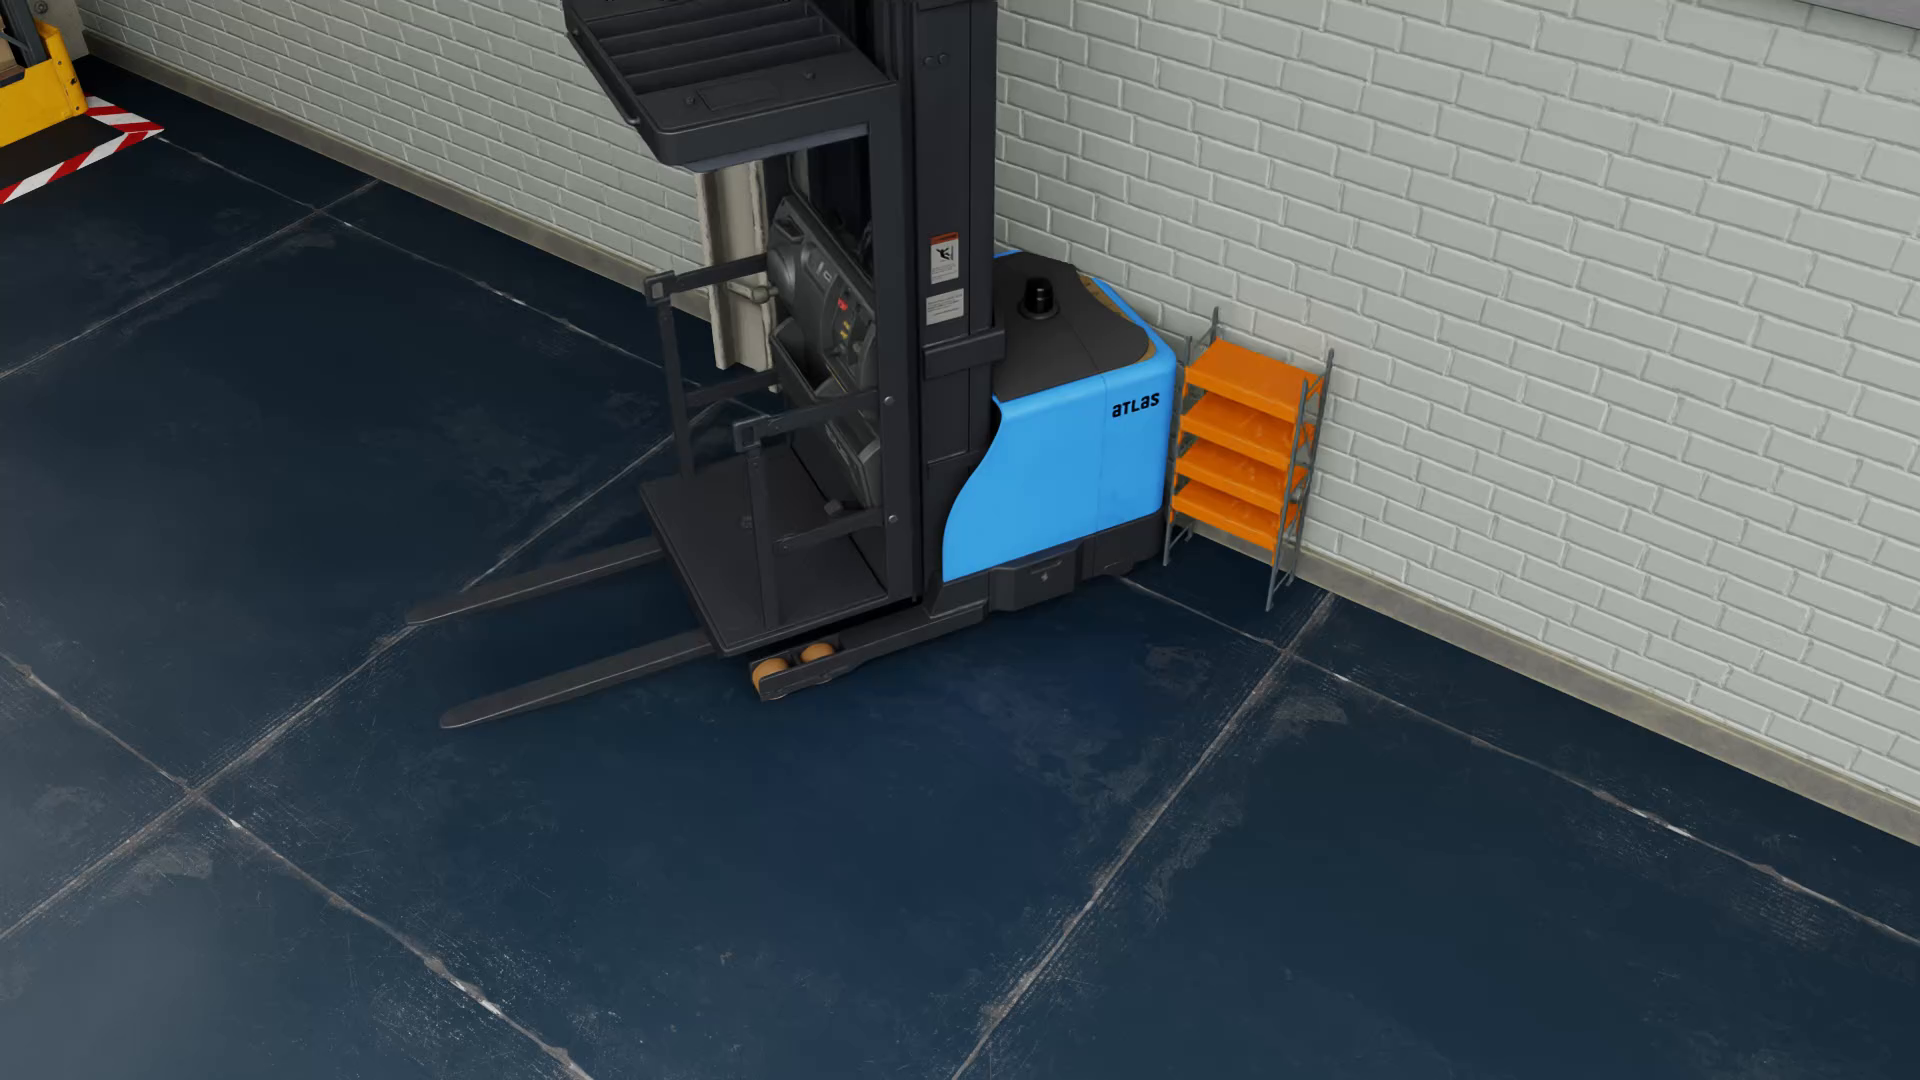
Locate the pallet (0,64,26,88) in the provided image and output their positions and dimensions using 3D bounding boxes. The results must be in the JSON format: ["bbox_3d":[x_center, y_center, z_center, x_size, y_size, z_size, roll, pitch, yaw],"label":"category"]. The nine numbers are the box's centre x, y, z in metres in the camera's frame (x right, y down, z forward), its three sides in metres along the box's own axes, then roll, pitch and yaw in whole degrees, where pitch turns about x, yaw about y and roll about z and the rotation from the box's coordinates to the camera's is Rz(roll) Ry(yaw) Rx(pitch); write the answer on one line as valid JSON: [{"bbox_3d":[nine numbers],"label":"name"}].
[{"bbox_3d":[-6.467,-2.754,10.169,1.213,0.211,1.003,25,48,25],"label":"pallet"}]

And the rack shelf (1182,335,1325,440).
[{"bbox_3d":[1.135,-0.592,6.418,0.480,0.148,0.258,25,49,25],"label":"rack shelf"}]

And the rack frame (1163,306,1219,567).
[{"bbox_3d":[0.938,-0.397,6.788,0.015,1.200,0.240,25,49,25],"label":"rack frame"}]

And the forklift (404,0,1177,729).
[{"bbox_3d":[-0.694,-0.868,6.022,3.031,2.935,1.130,-18,45,-19],"label":"forklift"}]

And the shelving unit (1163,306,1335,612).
[{"bbox_3d":[1.139,-0.304,6.685,0.503,1.200,0.258,25,49,25],"label":"shelving unit"}]

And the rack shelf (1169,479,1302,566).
[{"bbox_3d":[1.141,-0.109,6.865,0.480,0.148,0.258,25,49,25],"label":"rack shelf"}]

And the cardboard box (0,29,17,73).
[{"bbox_3d":[-6.107,-2.950,10.044,0.500,0.250,0.500,25,48,25],"label":"cardboard box"}]

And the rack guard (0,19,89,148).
[{"bbox_3d":[-5.797,-2.582,9.761,0.348,0.500,1.175,25,48,25],"label":"rack guard"}]

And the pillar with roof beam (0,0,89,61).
[{"bbox_3d":[-8.342,-4.167,5.158,0.400,9.000,9.100,25,48,25],"label":"pillar with roof beam"}]

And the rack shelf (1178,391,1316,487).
[{"bbox_3d":[1.137,-0.418,6.579,0.480,0.148,0.258,25,49,25],"label":"rack shelf"}]

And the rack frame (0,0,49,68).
[{"bbox_3d":[-5.817,-3.523,8.938,0.127,3.000,1.000,25,48,25],"label":"rack frame"}]

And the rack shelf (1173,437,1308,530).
[{"bbox_3d":[1.139,-0.254,6.730,0.480,0.148,0.258,25,49,25],"label":"rack shelf"}]

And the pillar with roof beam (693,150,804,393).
[{"bbox_3d":[-3.429,-1.870,2.591,0.400,9.000,9.100,25,48,25],"label":"pillar with roof beam"}]

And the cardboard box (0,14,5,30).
[{"bbox_3d":[-6.083,-3.134,9.876,0.500,0.250,0.500,26,48,26],"label":"cardboard box"}]

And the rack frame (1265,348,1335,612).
[{"bbox_3d":[1.339,-0.211,6.582,0.015,1.200,0.240,25,49,25],"label":"rack frame"}]
